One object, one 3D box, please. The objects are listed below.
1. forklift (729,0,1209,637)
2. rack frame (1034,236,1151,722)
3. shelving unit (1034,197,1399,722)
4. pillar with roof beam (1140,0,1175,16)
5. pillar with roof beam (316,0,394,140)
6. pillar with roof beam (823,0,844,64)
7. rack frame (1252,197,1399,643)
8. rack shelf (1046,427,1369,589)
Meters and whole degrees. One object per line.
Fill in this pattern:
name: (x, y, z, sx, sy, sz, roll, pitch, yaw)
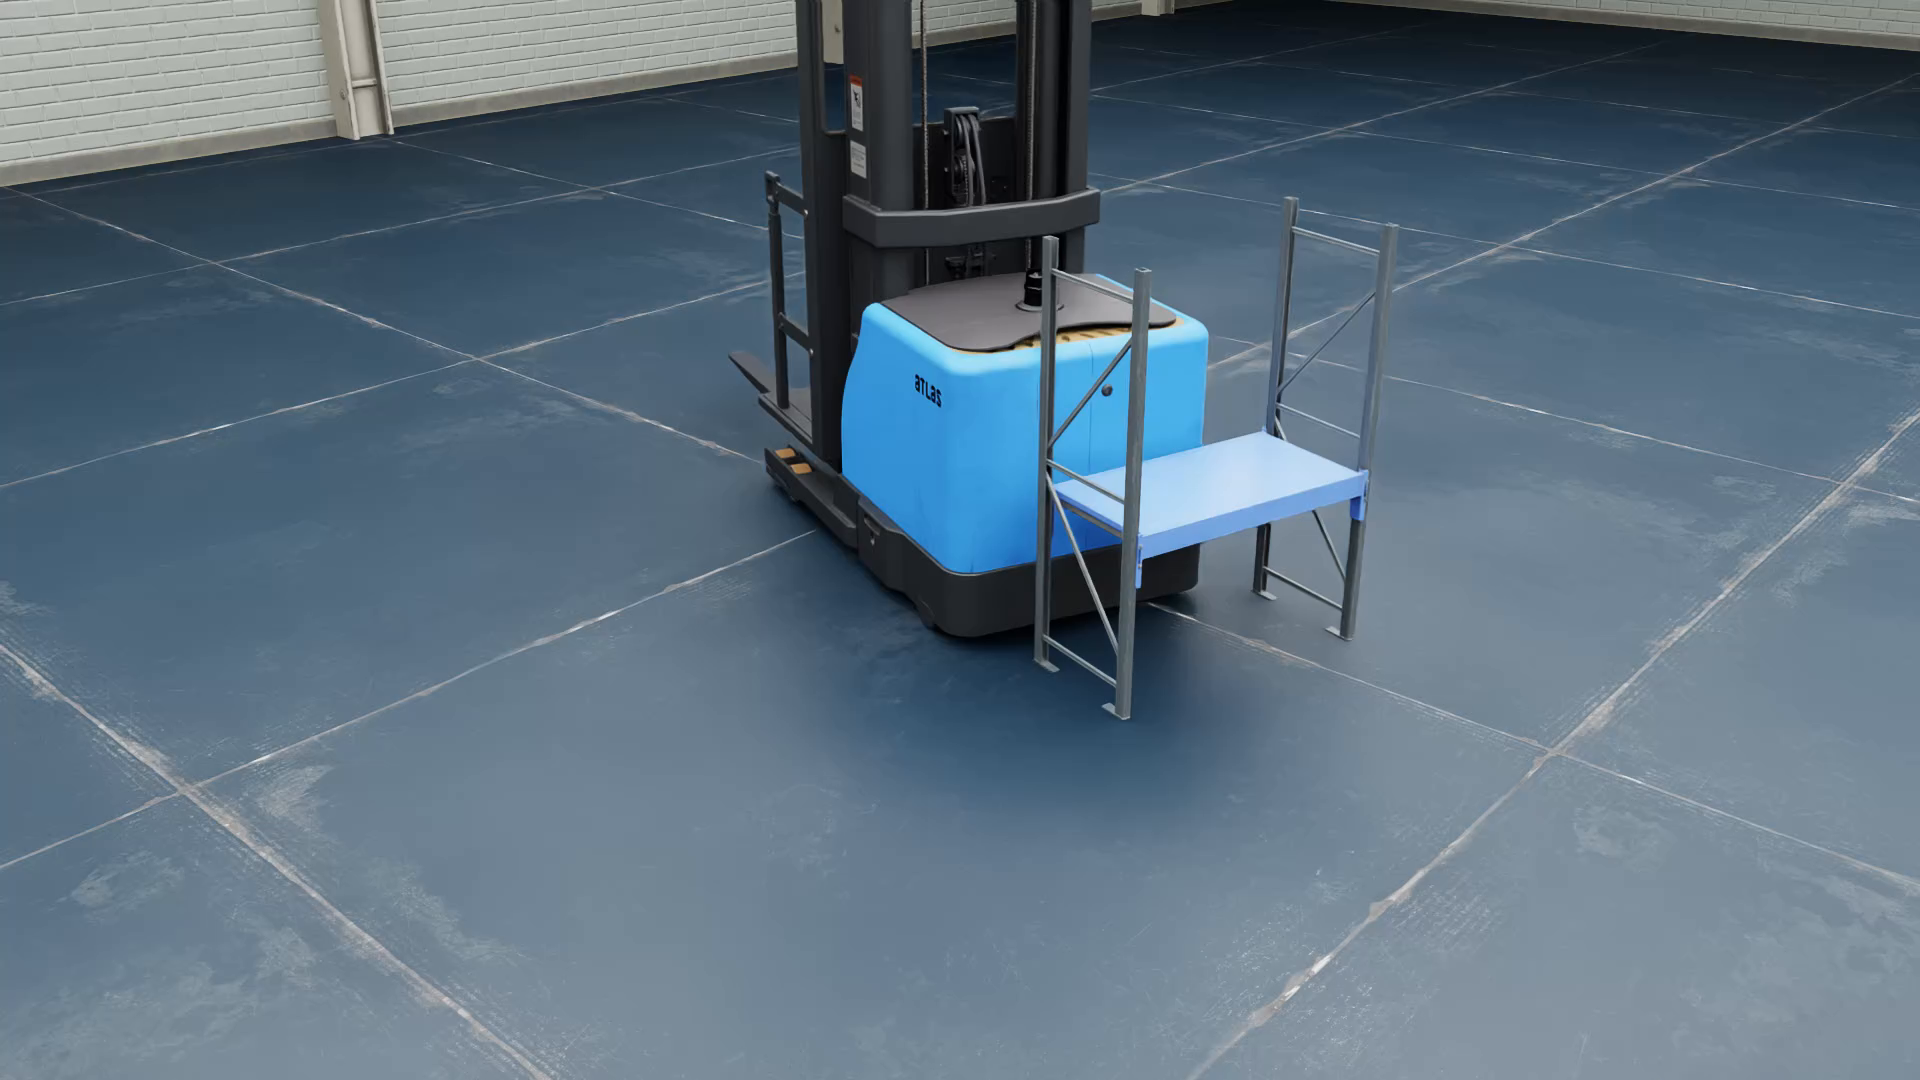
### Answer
forklift: (-0.197, -1.569, 6.666, 1.130, 2.935, 3.031, -11, 26, -23)
rack frame: (0.408, -0.180, 5.319, 0.032, 1.500, 0.500, -15, 28, -30)
shelving unit: (0.834, -0.294, 5.572, 1.048, 1.500, 0.538, -15, 28, -30)
pillar with roof beam: (5.924, -10.195, 18.490, 9.100, 9.000, 0.400, 20, 31, 38)
pillar with roof beam: (-2.085, -6.539, 10.336, 9.100, 9.000, 0.400, 20, 31, 38)
pillar with roof beam: (1.920, -8.367, 14.413, 9.100, 9.000, 0.400, 20, 31, 38)
rack frame: (1.259, -0.407, 5.826, 0.032, 1.500, 0.500, -15, 28, -30)
rack shelf: (0.834, -0.130, 5.646, 1.000, 0.185, 0.538, -15, 28, -30)
